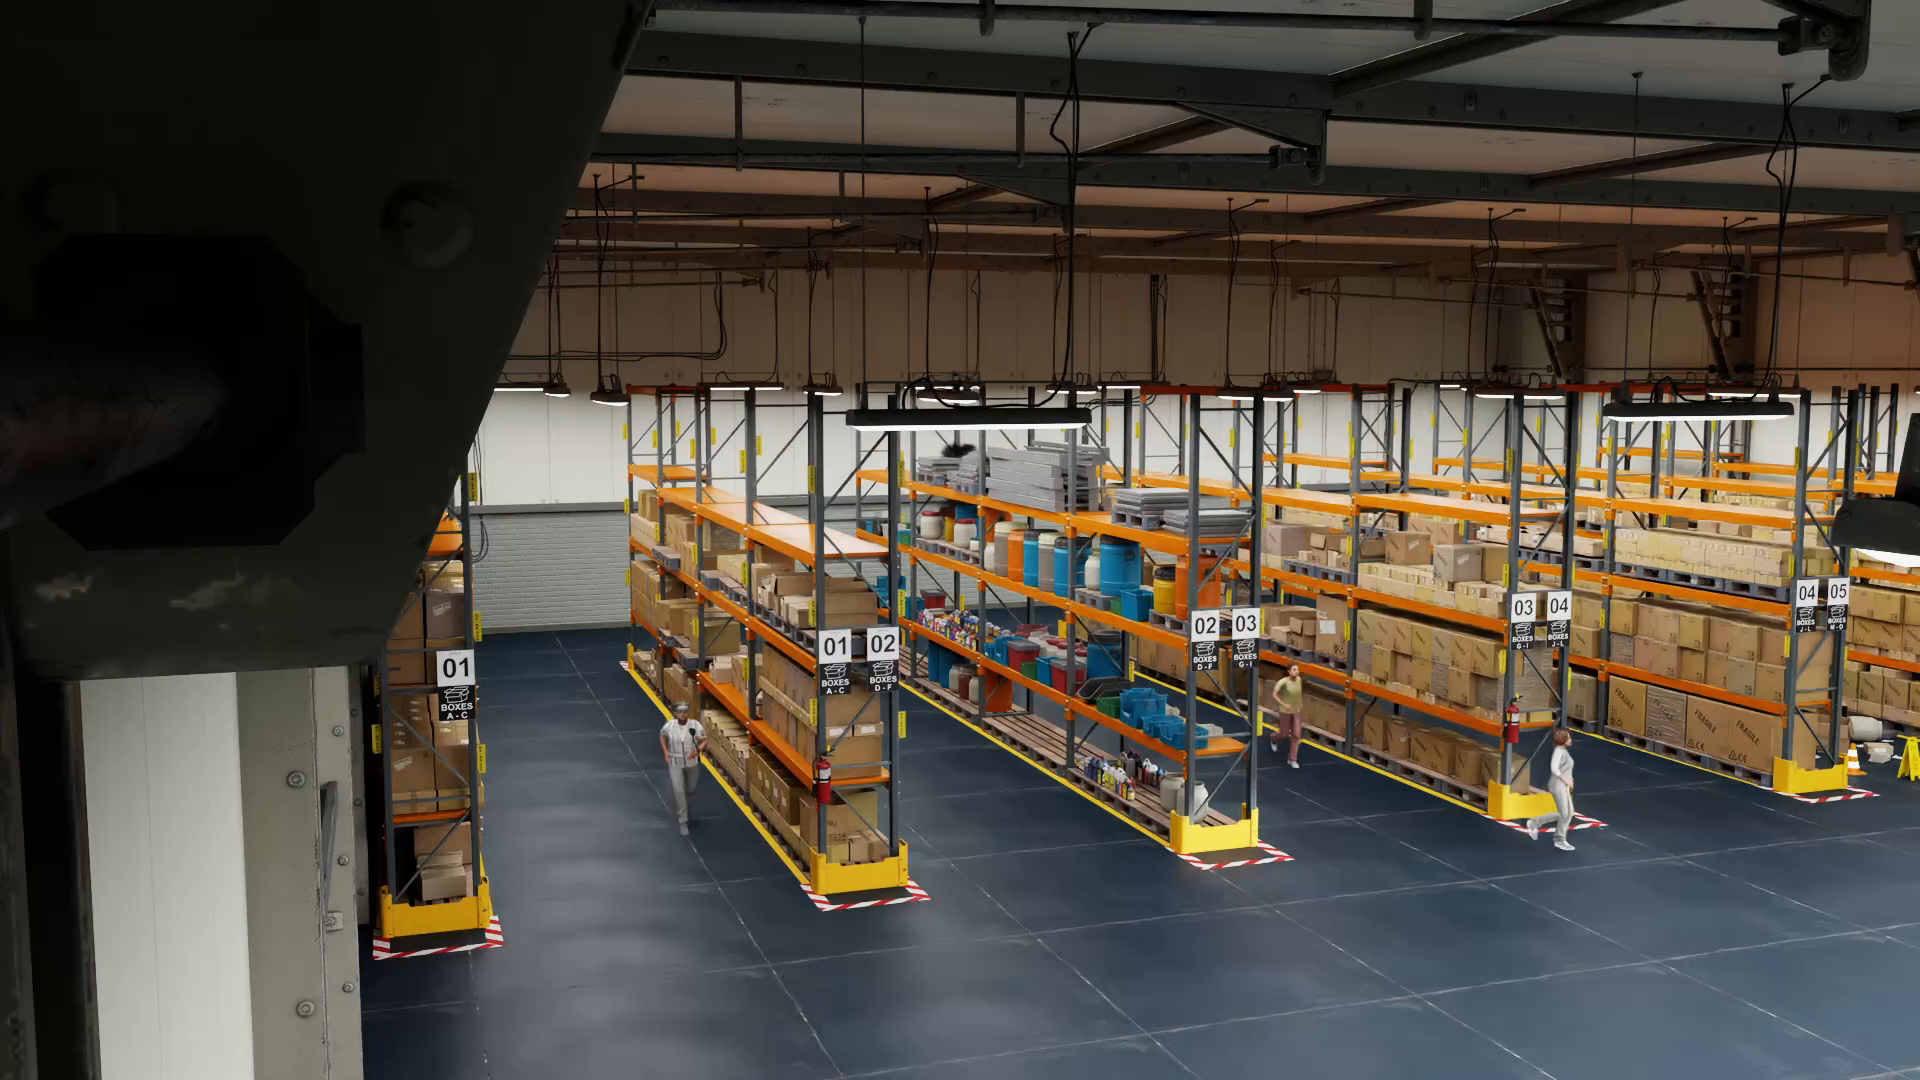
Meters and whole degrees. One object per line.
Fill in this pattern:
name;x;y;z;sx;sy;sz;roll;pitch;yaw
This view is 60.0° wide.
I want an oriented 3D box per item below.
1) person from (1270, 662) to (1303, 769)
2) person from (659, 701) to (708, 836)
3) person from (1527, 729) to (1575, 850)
person;5.270;2.766;26.692;0.603;1.659;0.900;-2;6;-21
person;-3.814;3.101;23.031;0.631;1.802;1.134;-2;6;-17
person;7.888;3.286;22.093;0.617;1.559;0.585;3;6;24
